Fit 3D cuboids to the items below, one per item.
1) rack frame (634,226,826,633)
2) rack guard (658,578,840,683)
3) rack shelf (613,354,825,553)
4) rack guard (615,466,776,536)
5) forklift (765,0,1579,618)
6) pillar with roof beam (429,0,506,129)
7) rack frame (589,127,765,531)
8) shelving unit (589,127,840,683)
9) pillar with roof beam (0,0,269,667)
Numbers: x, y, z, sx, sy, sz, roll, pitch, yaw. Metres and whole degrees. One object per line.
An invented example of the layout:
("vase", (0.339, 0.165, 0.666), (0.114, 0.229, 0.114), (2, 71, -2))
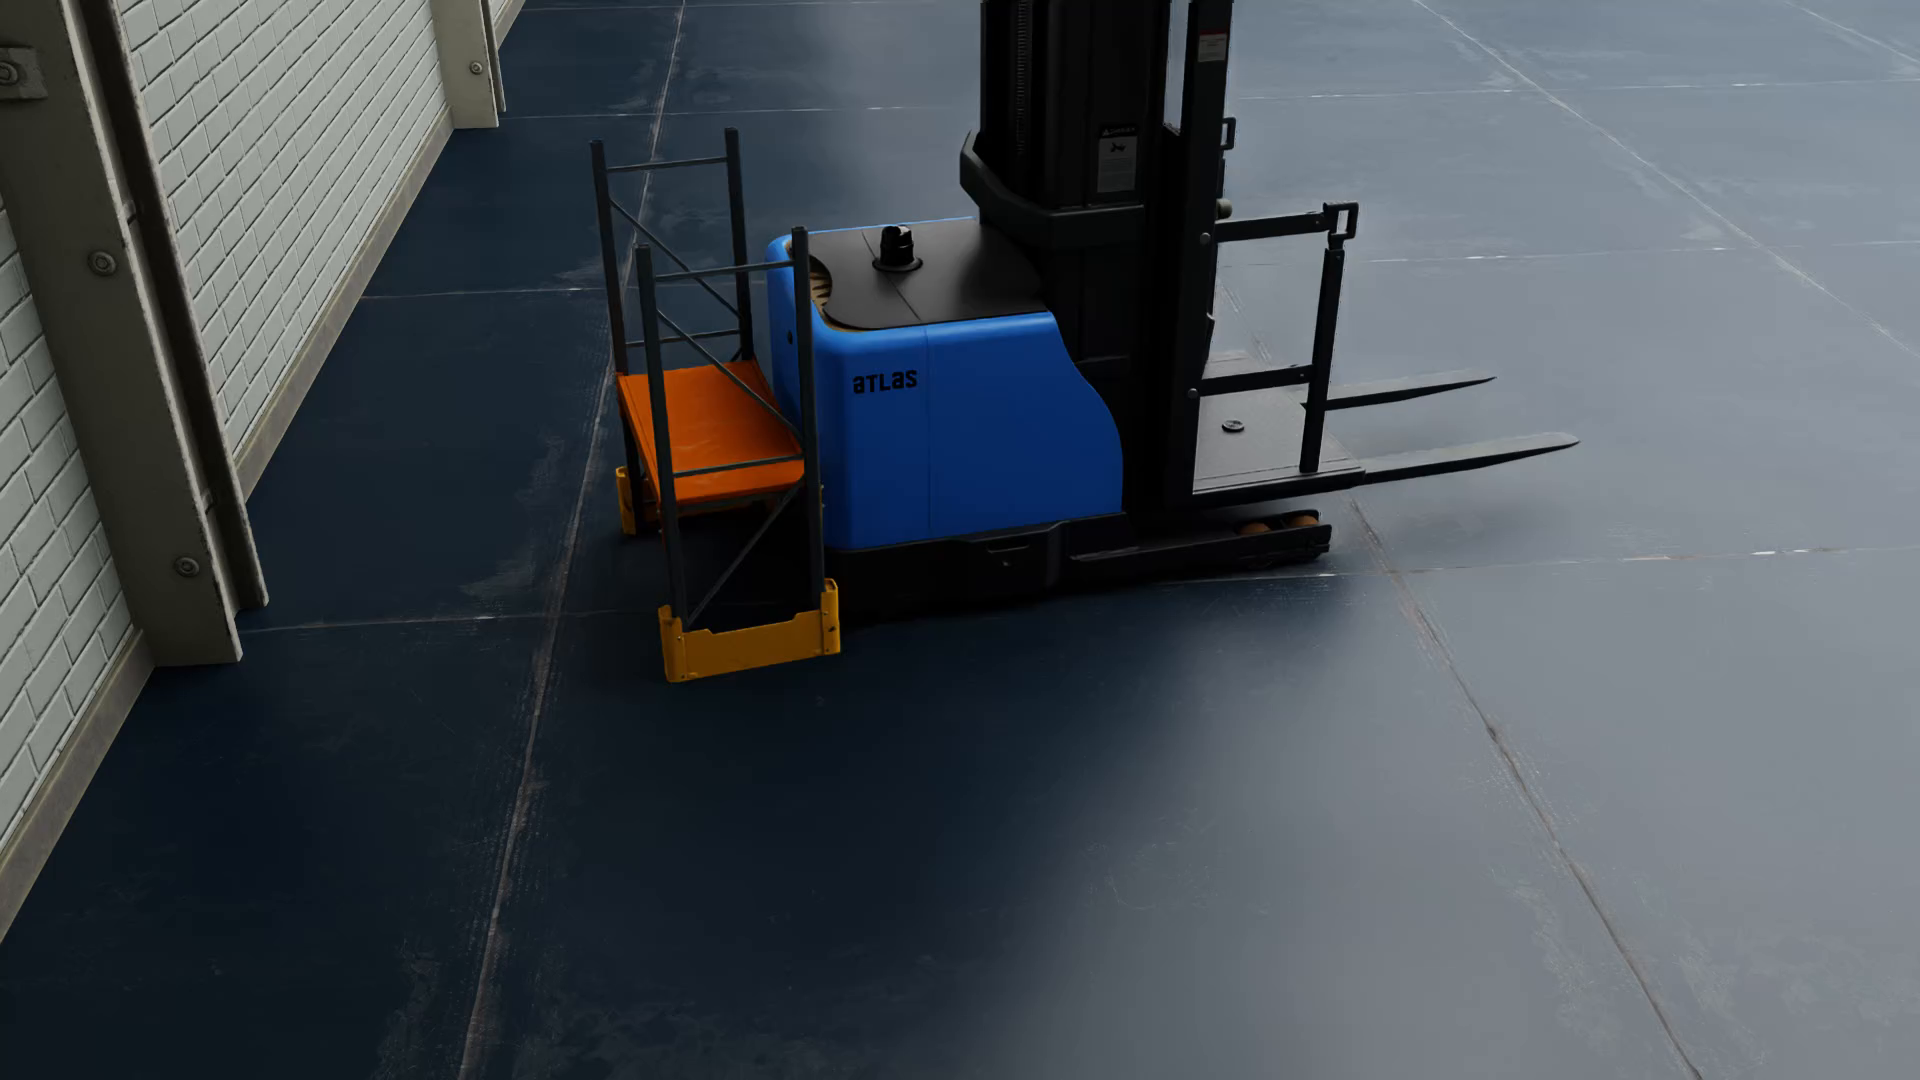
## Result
("rack frame", (-0.685, -0.228, 5.170), (0.500, 1.500, 0.032), (-9, 32, -15))
("rack guard", (-0.691, 0.299, 5.506), (0.587, 0.250, 0.087), (-9, 32, -15))
("rack shelf", (-0.842, -0.322, 5.677), (0.538, 0.185, 1.000), (-9, 32, -15))
("rack guard", (-0.998, -0.187, 6.320), (0.587, 0.250, 0.087), (-9, 32, -15))
("forklift", (0.860, -1.404, 5.742), (3.031, 2.935, 1.130), (-8, 32, -13))
("pillar with roof beam", (1.139, -6.818, 8.889), (9.100, 9.000, 0.400), (-3, 31, -5))
("rack frame", (-0.998, -0.725, 6.000), (0.500, 1.500, 0.032), (-9, 32, -15))
("shelving unit", (-0.844, -0.481, 5.593), (0.587, 1.500, 1.083), (-9, 32, -15))
("pillar with roof beam", (1.699, -3.754, 3.760), (9.100, 9.000, 0.400), (-3, 31, -5))
